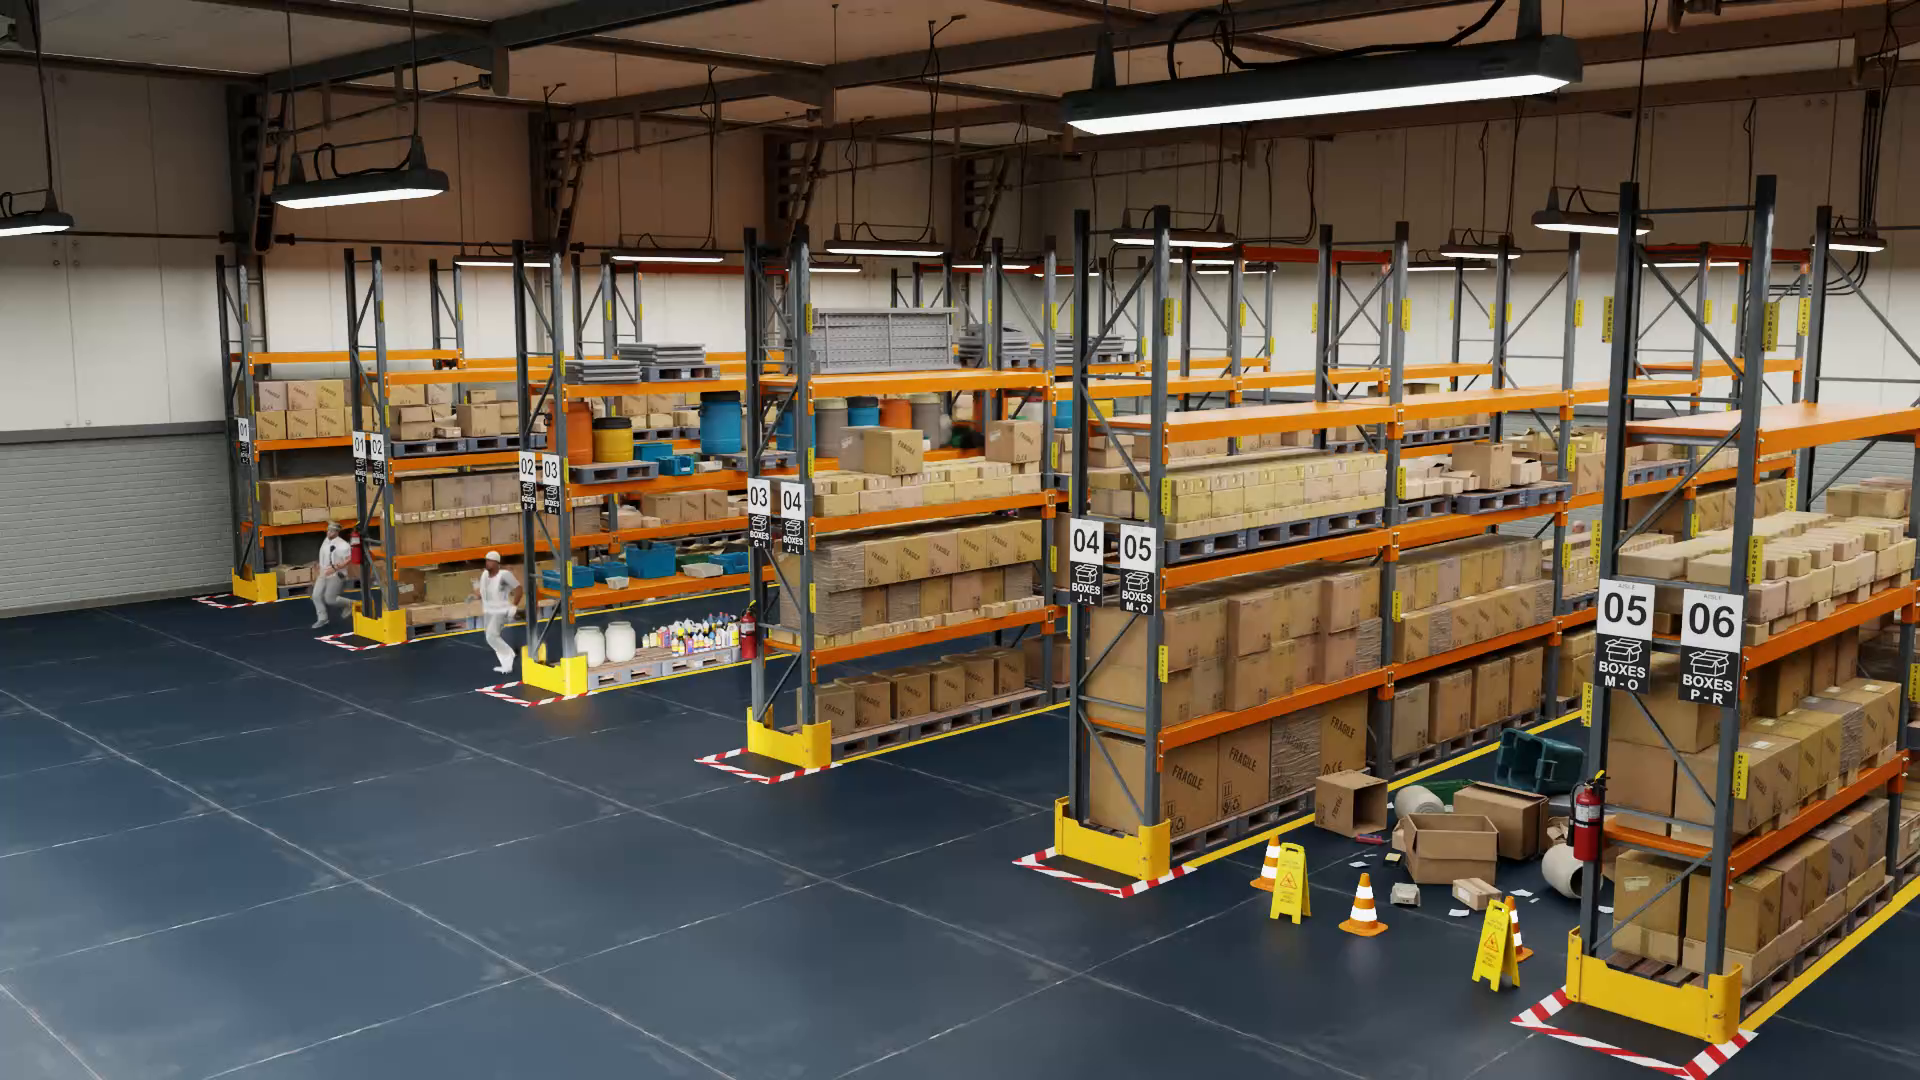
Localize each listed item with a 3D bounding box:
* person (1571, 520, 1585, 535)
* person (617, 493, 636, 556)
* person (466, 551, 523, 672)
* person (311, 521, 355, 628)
[{"bbox_3d":[9.736,0.597,26.099,0.990,1.833,0.728,-7,11,-41],"label":"person"},{"bbox_3d":[-6.390,-0.104,31.543,0.540,1.597,0.879,5,9,30],"label":"person"},{"bbox_3d":[-6.523,1.030,23.210,0.723,1.750,0.597,6,10,35],"label":"person"},{"bbox_3d":[-10.056,0.545,26.785,0.702,1.748,0.734,5,10,32],"label":"person"}]
